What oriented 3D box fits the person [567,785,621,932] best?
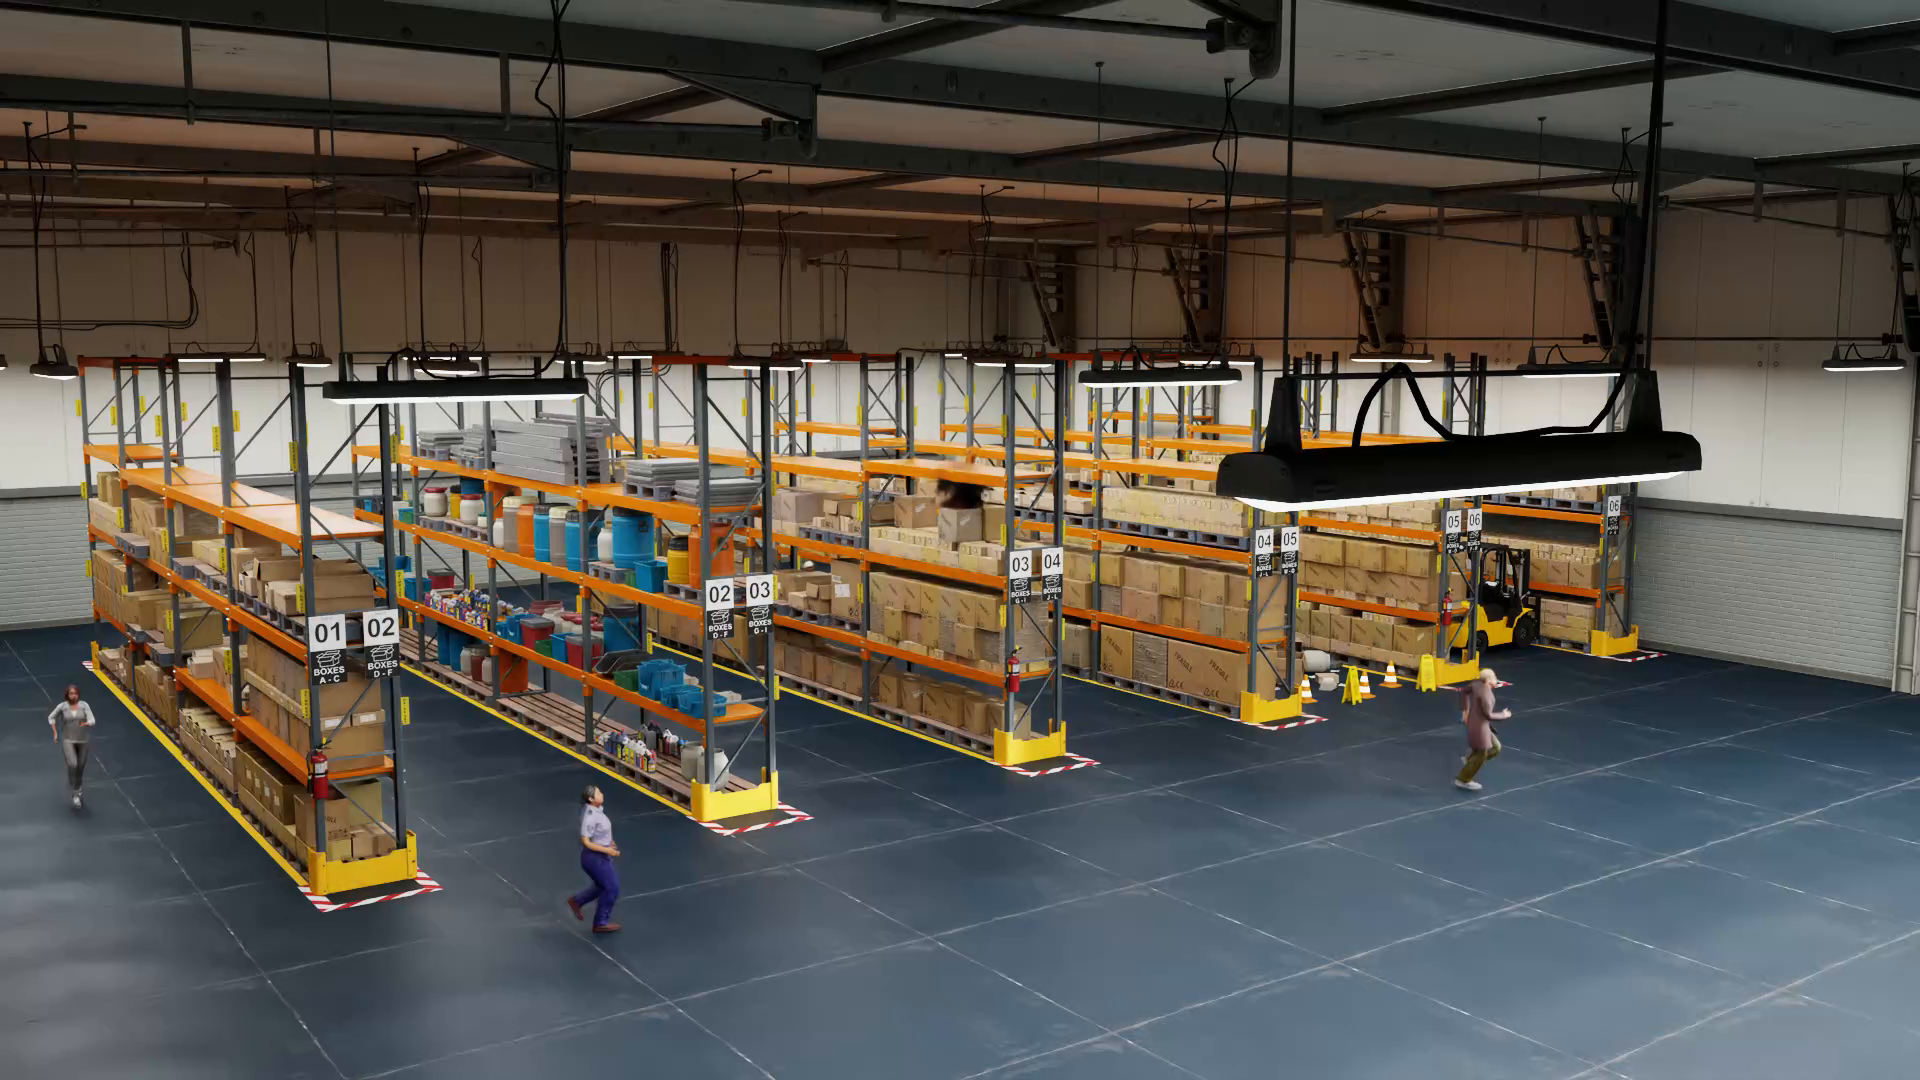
[{"bbox_3d":[-3.913,3.434,17.760,0.559,1.514,0.605,-1,7,-11],"label":"person"}]

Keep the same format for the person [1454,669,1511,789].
[{"bbox_3d":[7.344,2.648,23.324,0.723,1.728,0.761,1,7,8],"label":"person"}]

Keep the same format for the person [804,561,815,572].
[{"bbox_3d":[-3.141,1.297,34.623,0.716,1.729,0.582,-7,10,-43],"label":"person"}]

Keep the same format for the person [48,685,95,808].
[{"bbox_3d":[-12.086,2.787,22.691,0.510,1.642,0.733,-6,9,-42],"label":"person"}]
